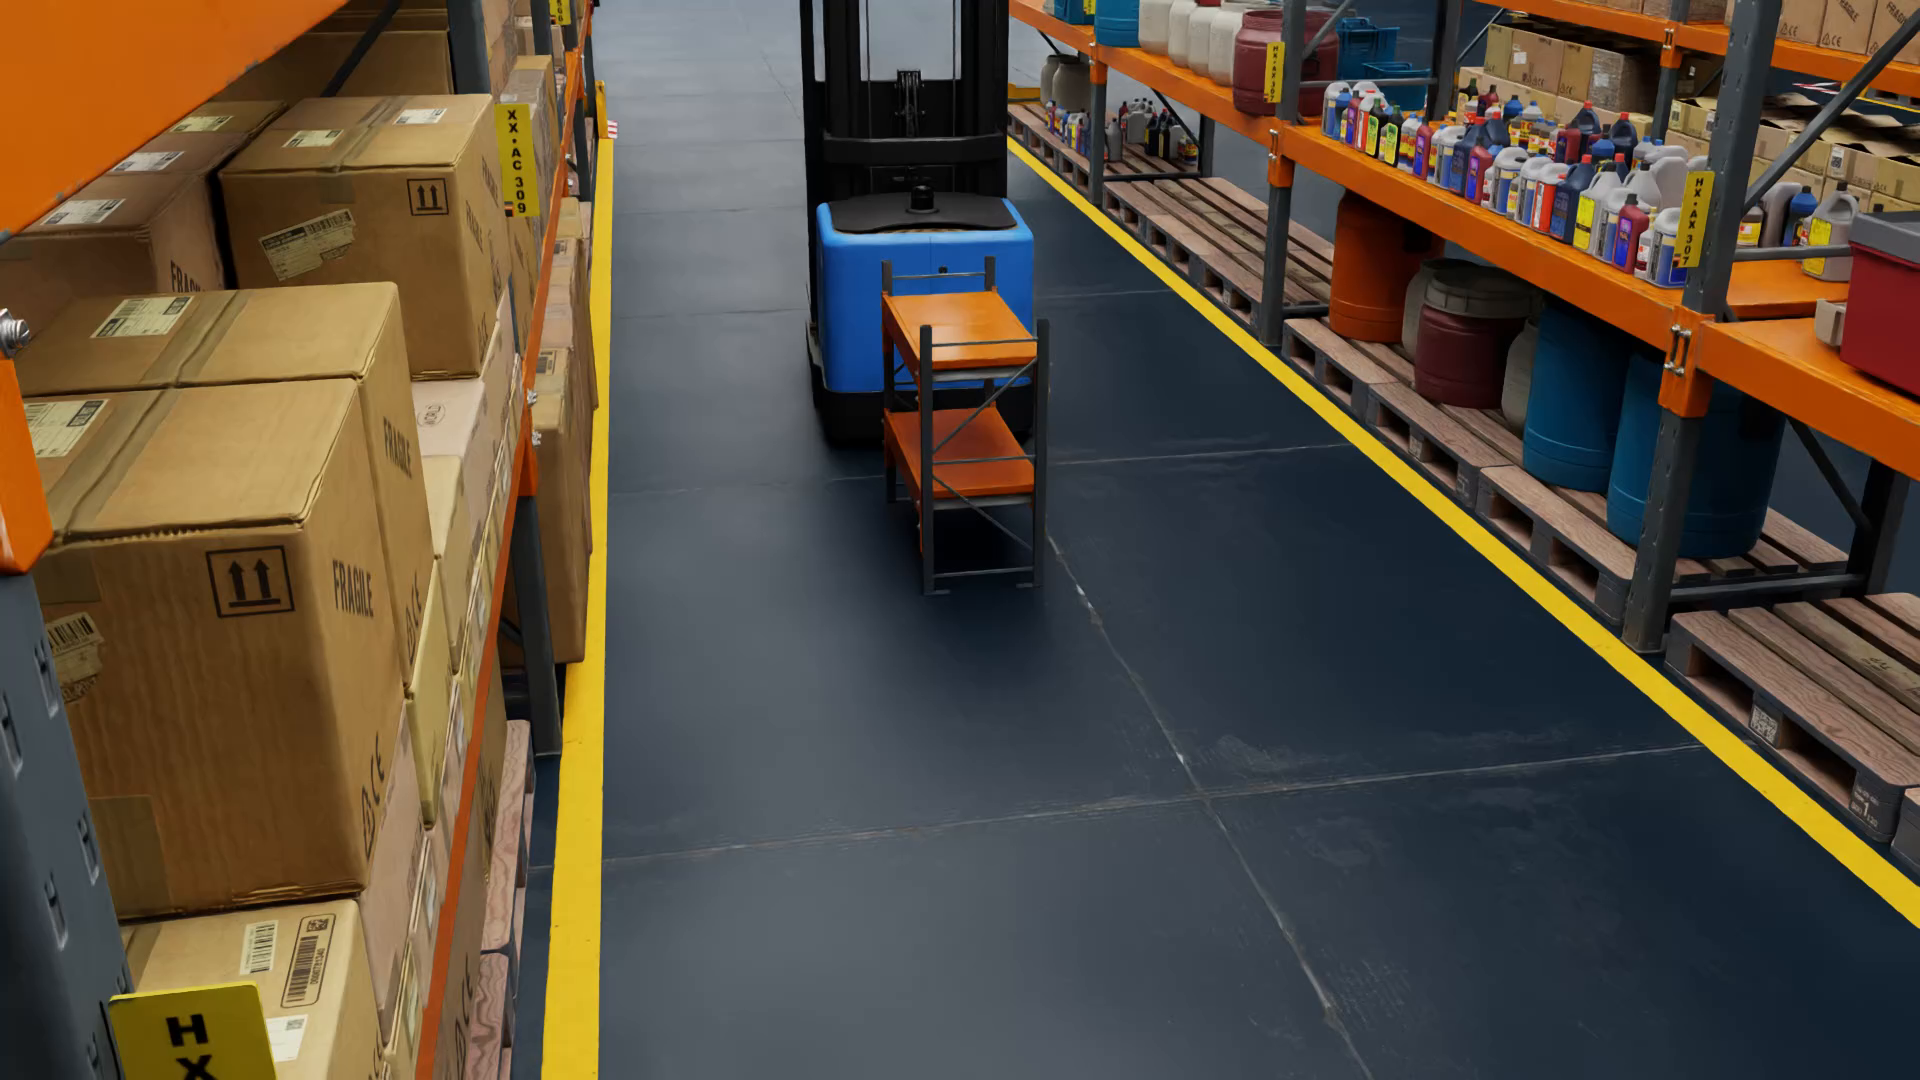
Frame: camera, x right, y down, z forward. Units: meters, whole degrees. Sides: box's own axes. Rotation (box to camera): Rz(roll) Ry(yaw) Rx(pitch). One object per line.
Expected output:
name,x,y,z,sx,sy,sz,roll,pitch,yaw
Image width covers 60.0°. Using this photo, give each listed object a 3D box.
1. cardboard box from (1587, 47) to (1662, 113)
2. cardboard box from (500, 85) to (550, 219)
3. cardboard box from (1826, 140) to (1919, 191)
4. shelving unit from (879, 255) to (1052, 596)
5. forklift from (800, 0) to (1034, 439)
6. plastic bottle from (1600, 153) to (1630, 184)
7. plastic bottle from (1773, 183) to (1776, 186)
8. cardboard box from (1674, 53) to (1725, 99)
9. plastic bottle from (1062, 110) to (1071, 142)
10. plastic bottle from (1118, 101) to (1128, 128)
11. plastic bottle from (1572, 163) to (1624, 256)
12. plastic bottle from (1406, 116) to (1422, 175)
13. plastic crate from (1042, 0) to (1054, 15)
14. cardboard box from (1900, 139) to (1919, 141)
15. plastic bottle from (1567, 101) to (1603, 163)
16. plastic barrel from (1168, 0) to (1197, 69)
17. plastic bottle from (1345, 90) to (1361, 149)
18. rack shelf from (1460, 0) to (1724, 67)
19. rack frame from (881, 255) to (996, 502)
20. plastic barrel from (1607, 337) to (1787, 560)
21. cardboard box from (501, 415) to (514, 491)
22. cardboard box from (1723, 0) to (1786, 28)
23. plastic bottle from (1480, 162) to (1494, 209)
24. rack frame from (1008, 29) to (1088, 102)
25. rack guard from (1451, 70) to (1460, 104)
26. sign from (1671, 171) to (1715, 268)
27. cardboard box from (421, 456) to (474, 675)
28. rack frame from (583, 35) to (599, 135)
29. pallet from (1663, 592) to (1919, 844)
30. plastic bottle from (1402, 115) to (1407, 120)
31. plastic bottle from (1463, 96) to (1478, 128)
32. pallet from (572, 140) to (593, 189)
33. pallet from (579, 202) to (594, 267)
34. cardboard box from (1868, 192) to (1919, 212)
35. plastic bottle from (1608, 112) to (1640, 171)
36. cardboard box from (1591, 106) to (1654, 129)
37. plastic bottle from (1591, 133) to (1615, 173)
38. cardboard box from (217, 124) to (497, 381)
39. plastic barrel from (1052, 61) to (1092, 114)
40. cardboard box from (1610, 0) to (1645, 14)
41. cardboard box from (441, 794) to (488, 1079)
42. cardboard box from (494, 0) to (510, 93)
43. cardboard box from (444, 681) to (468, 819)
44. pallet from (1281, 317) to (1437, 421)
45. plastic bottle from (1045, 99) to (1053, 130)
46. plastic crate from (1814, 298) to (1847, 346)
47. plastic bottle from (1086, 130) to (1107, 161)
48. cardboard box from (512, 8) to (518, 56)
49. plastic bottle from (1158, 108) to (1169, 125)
cardboard box,6.036,-4.151,14.980,0.500,0.500,0.500,-4,24,-10
cardboard box,-2.058,-1.675,7.213,0.500,0.500,0.500,-5,24,-11
cardboard box,6.625,-2.717,11.934,0.500,0.311,0.500,-4,24,-10
shelving unit,0.001,-0.513,7.019,0.538,1.125,1.048,-4,24,-10
forklift,-0.320,-2.399,9.081,1.130,2.935,3.031,-3,24,-6
plastic bottle,2.644,-1.397,6.763,0.144,0.351,0.185,-4,24,-10
plastic bottle,3.255,-1.342,6.736,0.097,0.271,0.097,0,24,0
cardboard box,6.640,-3.993,14.618,0.500,0.500,0.500,-4,24,-10
plastic bottle,0.958,-3.680,14.788,0.097,0.271,0.097,0,24,0
plastic bottle,1.495,-3.877,15.223,0.061,0.283,0.133,-4,24,-10
plastic bottle,2.537,-1.314,6.572,0.144,0.351,0.185,-4,24,-10
plastic bottle,2.217,-1.908,8.032,0.097,0.271,0.097,0,24,0
plastic crate,1.000,-4.645,14.467,0.530,0.136,0.437,-4,24,-10
cardboard box,7.152,-2.761,12.035,0.500,0.311,0.500,-5,24,-11
plastic bottle,2.983,-1.907,7.930,0.144,0.351,0.185,-4,24,-10
plastic barrel,1.646,-3.527,11.408,0.433,0.535,0.433,0,24,0
plastic bottle,2.067,-2.192,8.667,0.061,0.283,0.133,-4,24,-10
rack shelf,6.048,-4.968,15.776,1.077,0.370,4.000,-4,24,-10
rack frame,-0.093,-0.713,7.477,0.500,1.125,0.032,-4,24,-10
plastic barrel,2.945,-0.445,6.619,0.600,0.901,0.708,-4,24,-10
cardboard box,-1.366,-0.219,4.319,0.380,0.149,0.250,-5,24,-11
cardboard box,6.552,-4.252,13.425,0.500,0.250,0.500,-3,24,-6
plastic bottle,2.361,-1.569,7.343,0.097,0.201,0.097,0,24,0
rack frame,0.809,-5.719,16.597,1.000,3.000,0.127,-4,24,-10
rack guard,5.674,-4.948,17.955,1.175,0.500,0.348,-4,24,-10
sign,2.487,-1.086,5.643,0.100,0.325,0.005,-4,24,-10
cardboard box,-1.217,0.058,3.186,0.500,0.250,0.500,-5,24,-11
rack frame,-4.058,-5.353,15.758,1.000,3.000,0.127,-4,24,-10
pallet,3.203,0.565,5.692,1.003,0.211,1.213,-4,24,-10
plastic bottle,2.256,-2.122,8.609,0.097,0.201,0.097,0,24,0
plastic bottle,2.786,-2.307,9.033,0.097,0.201,0.097,0,24,0
pallet,-3.706,-3.244,14.413,1.003,0.211,1.213,-4,24,-10
pallet,-3.173,-2.195,12.013,1.003,0.211,1.213,-4,24,-10
cardboard box,6.722,-2.261,11.591,0.500,0.250,0.500,-5,24,-10
plastic bottle,3.041,-1.782,7.644,0.144,0.351,0.185,-4,24,-10
cardboard box,6.034,-3.807,15.130,0.500,0.250,0.500,-4,24,-10
plastic bottle,2.931,-1.719,7.600,0.097,0.271,0.097,0,24,0
cardboard box,-1.403,-0.685,3.950,0.500,0.500,0.500,-4,24,-9
plastic barrel,1.099,-4.321,15.980,0.421,0.512,0.421,0,24,0
cardboard box,6.226,-4.938,14.683,0.700,0.500,0.500,-5,24,-10
cardboard box,-1.629,0.768,3.873,0.875,0.875,0.875,-4,24,-10
cardboard box,-2.342,-2.166,7.084,0.797,0.503,0.637,-4,24,-9
cardboard box,-1.081,0.386,2.932,0.380,0.149,0.250,-5,24,-10
pallet,2.475,-0.988,9.247,1.003,0.211,1.213,-4,24,-10
plastic bottle,0.838,-3.934,15.369,0.097,0.271,0.097,0,24,0
plastic crate,2.974,-0.712,5.387,0.396,0.136,0.243,-4,24,-10
plastic bottle,1.147,-3.365,13.968,0.144,0.351,0.185,-5,24,-11
cardboard box,-2.919,-2.866,9.414,0.700,0.500,0.500,-1,24,-2
plastic bottle,1.773,-3.556,14.404,0.144,0.351,0.185,-5,24,-12
